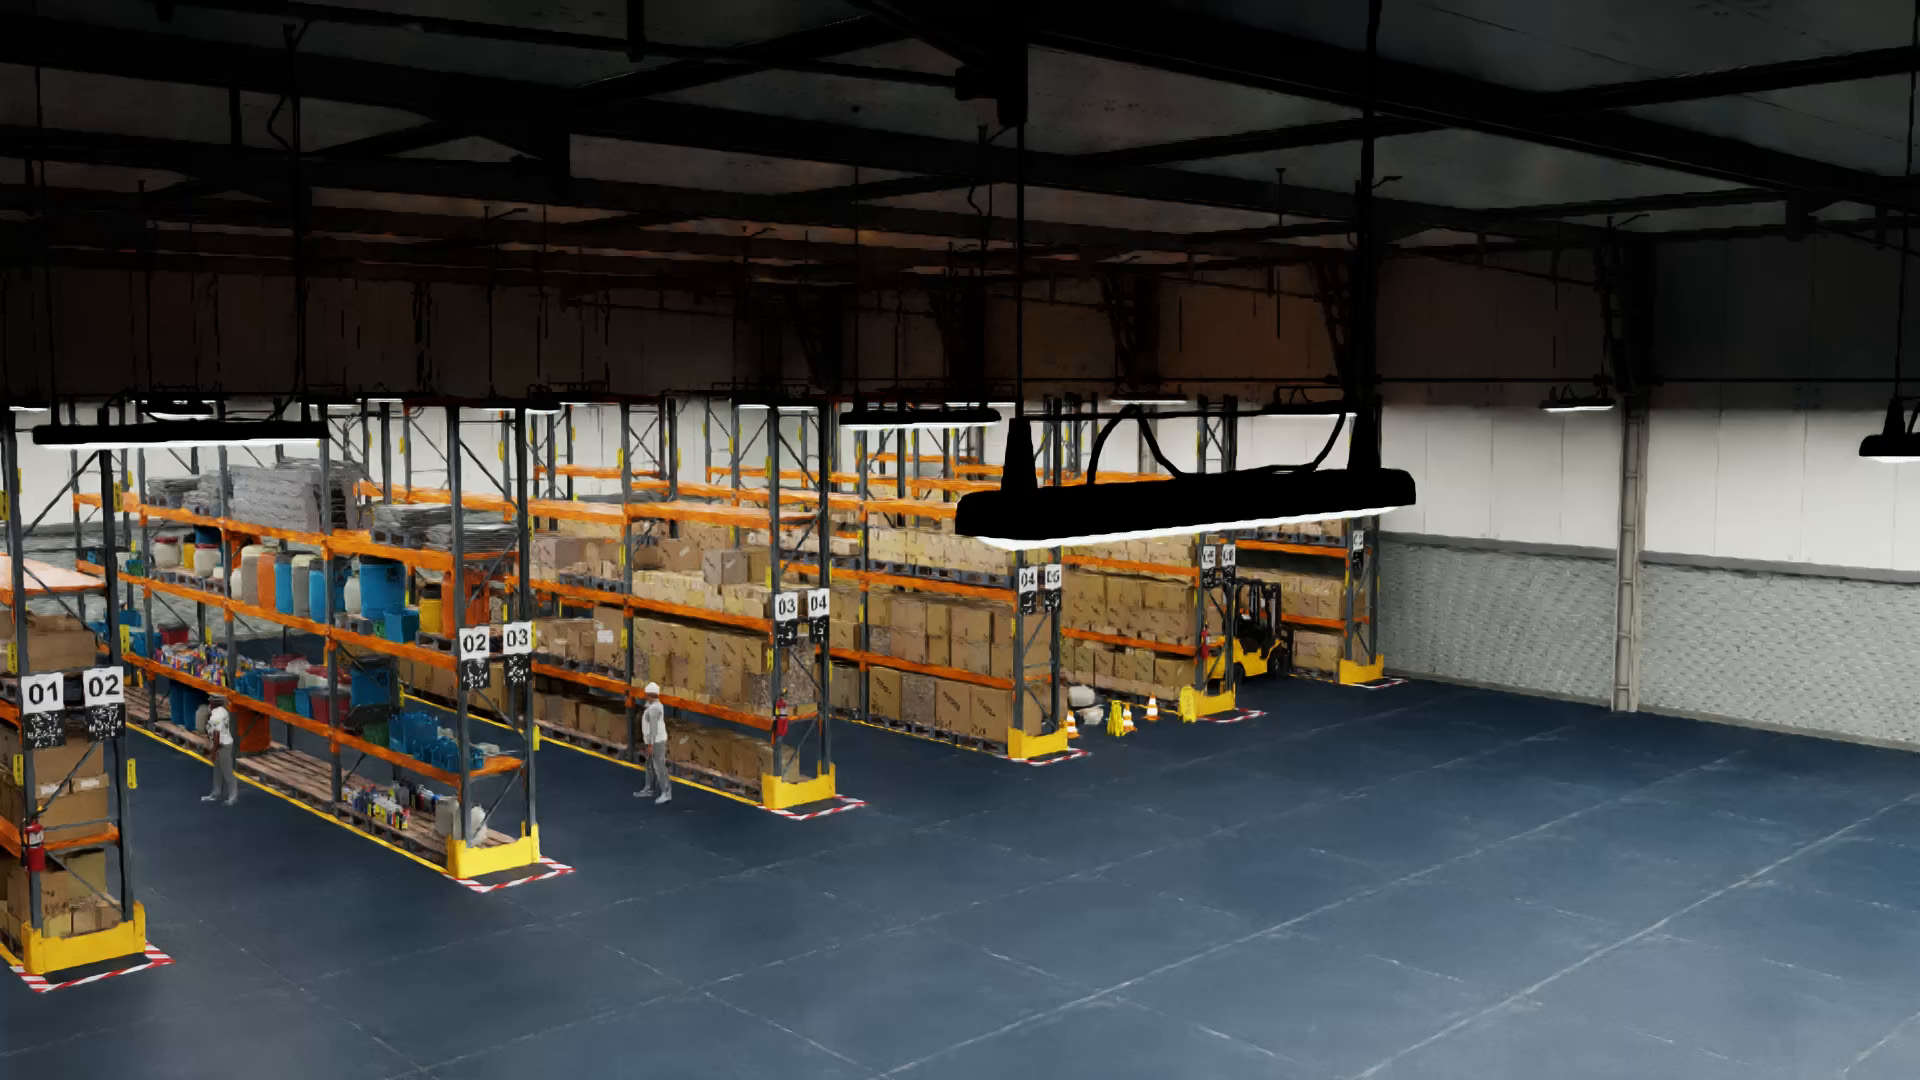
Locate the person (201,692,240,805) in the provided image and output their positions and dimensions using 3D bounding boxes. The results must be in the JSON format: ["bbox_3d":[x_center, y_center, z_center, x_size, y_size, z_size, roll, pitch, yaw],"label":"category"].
[{"bbox_3d":[-11.076,3.092,24.814,0.549,1.662,0.587,-2,6,-20],"label":"person"}]

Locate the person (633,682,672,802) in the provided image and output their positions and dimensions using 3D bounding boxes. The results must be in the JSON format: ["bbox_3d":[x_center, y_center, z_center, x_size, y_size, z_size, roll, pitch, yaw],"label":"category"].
[{"bbox_3d":[-4.637,3.018,24.998,0.576,1.768,0.626,-1,6,-11],"label":"person"}]

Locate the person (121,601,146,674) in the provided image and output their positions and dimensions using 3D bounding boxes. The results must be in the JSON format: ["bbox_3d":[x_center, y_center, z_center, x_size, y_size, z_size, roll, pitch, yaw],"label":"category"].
[{"bbox_3d":[-17.824,2.095,35.578,1.000,1.580,0.478,4,7,38],"label":"person"}]
